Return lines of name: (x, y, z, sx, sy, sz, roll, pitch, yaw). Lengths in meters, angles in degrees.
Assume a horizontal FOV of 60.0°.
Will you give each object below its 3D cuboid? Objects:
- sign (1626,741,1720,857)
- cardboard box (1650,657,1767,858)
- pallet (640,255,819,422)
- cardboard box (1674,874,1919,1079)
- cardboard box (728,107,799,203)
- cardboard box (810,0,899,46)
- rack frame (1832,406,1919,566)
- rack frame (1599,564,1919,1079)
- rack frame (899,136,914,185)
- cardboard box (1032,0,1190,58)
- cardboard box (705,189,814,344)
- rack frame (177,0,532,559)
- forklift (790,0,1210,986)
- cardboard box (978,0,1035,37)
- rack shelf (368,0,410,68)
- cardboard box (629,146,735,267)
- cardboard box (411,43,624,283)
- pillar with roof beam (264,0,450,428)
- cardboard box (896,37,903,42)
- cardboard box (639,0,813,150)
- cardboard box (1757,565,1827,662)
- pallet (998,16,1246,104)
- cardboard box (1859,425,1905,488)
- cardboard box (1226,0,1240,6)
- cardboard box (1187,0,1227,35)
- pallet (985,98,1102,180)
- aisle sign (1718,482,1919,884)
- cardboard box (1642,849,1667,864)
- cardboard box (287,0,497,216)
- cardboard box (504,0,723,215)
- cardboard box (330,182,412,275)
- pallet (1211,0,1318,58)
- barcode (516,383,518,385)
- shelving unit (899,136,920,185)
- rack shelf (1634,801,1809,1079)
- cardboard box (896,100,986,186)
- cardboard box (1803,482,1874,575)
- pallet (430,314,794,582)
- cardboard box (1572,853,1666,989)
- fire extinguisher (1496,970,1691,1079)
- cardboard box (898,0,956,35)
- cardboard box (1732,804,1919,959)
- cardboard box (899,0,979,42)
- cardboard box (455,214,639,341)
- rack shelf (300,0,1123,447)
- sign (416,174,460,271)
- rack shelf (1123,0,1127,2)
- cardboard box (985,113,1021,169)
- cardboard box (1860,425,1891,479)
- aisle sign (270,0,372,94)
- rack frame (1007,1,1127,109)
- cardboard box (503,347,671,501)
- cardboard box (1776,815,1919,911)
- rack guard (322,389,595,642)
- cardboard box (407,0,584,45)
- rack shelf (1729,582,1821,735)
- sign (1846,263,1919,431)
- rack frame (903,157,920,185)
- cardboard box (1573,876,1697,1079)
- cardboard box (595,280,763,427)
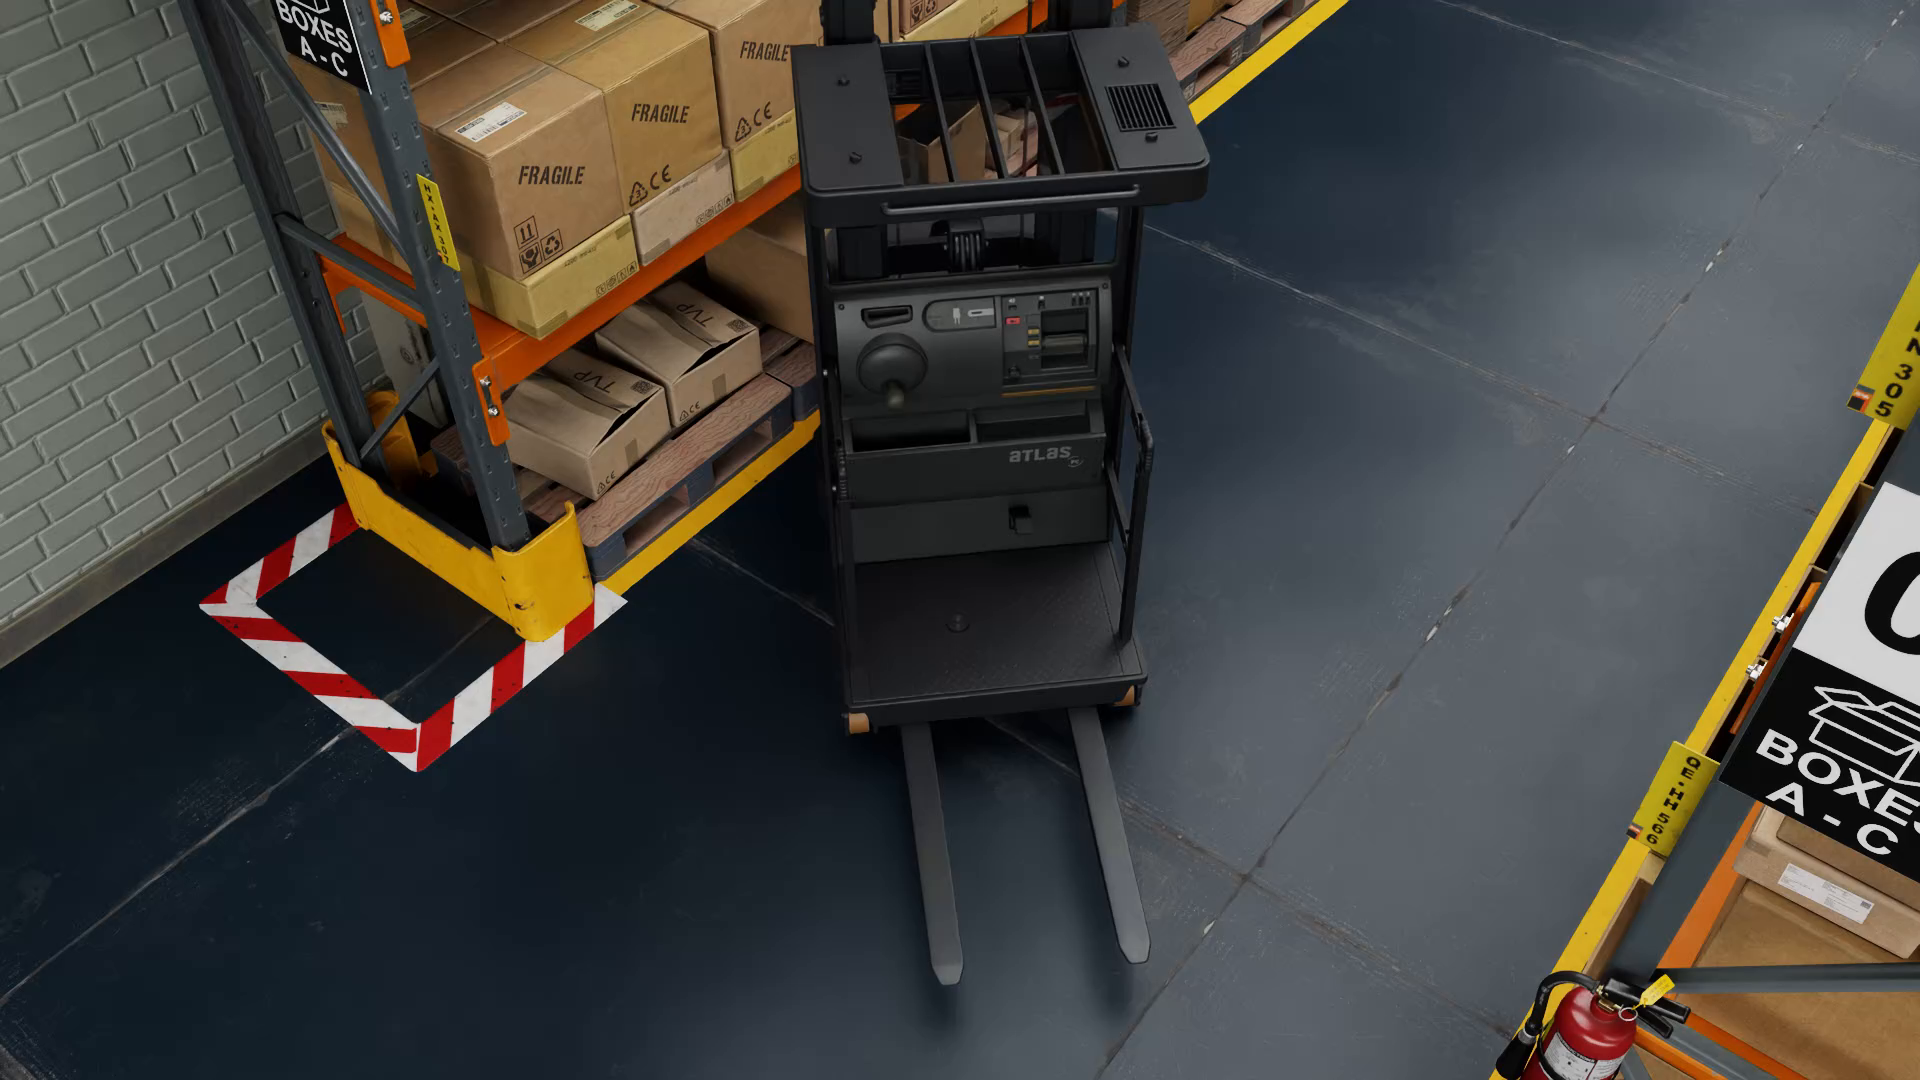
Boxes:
sign: (1.444, 0.530, 3.370, 0.100, 0.325, 0.005, 29, 53, 25)
cardboard box: (2.557, 0.788, 5.180, 0.500, 0.500, 0.500, 29, 53, 25)
pallet: (-0.740, -1.153, 7.870, 1.003, 0.211, 1.213, 29, 53, 25)
cardboard box: (2.161, 0.964, 3.851, 0.700, 0.500, 0.500, 29, 53, 25)
cardboard box: (-0.885, -1.615, 6.473, 0.500, 0.250, 0.500, 28, 53, 24)
cardboard box: (-0.590, -2.155, 6.470, 0.500, 0.500, 0.500, 31, 54, 26)
rack frame: (1.865, -0.813, 1.468, 1.000, 3.000, 0.127, 29, 53, 25)
rack frame: (1.865, 1.260, 3.637, 1.000, 3.000, 0.127, 29, 53, 25)
rack frame: (-0.304, -1.207, 7.240, 0.240, 1.200, 0.006, -5, 42, -5)
cardboard box: (0.825, -2.934, 9.068, 0.700, 0.500, 0.500, 31, 54, 26)
cardboard box: (-0.726, -1.297, 7.504, 0.700, 0.500, 0.500, 26, 52, 23)
rack frame: (-2.057, -0.928, 5.727, 1.000, 3.000, 0.127, 29, 53, 25)
forklift: (0.079, -0.565, 5.427, 1.130, 2.935, 3.031, -5, 47, -5)
cardboard box: (0.027, -2.486, 7.305, 0.500, 0.250, 0.500, 29, 53, 25)
rack shelf: (-0.834, -2.860, 5.996, 1.077, 0.370, 4.000, 29, 53, 25)
cardboard box: (-1.201, -1.326, 6.197, 0.500, 0.250, 0.500, 28, 52, 24)
cardboard box: (-1.527, -1.283, 5.637, 0.500, 0.500, 0.500, 29, 53, 25)
pillar with roof beam: (1.093, -1.880, 2.488, 9.100, 9.000, 0.400, 29, 53, 25)
cardboard box: (-0.574, -1.903, 6.748, 0.500, 0.250, 0.500, 30, 53, 25)
cardboard box: (-0.897, -1.854, 6.183, 0.500, 0.500, 0.500, 28, 52, 24)
cardboard box: (2.864, 0.503, 5.453, 0.500, 0.500, 0.500, 29, 53, 25)
pallet: (0.863, -2.700, 9.348, 1.003, 0.211, 1.213, 29, 53, 25)
cardboard box: (3.480, -0.067, 5.997, 0.500, 0.500, 0.500, 29, 53, 25)
cardboard box: (1.445, -3.526, 9.633, 0.700, 0.500, 0.500, 30, 53, 25)
cardboard box: (1.101, -3.252, 9.371, 0.700, 0.500, 0.500, 28, 52, 24)
pallet: (0.006, -1.854, 8.540, 1.003, 0.211, 1.213, 29, 53, 25)
aisle sign: (1.592, 0.269, 2.785, 0.394, 0.787, 0.004, 29, 53, 25)
cardboard box: (2.560, 1.048, 5.450, 0.500, 0.250, 0.500, 29, 53, 25)
cardboard box: (-1.937, -1.506, 5.850, 0.500, 0.500, 0.500, 29, 53, 25)
cardboard box: (-1.217, -1.561, 5.903, 0.500, 0.500, 0.500, 29, 53, 25)
cardboard box: (-1.925, -1.237, 6.111, 0.500, 0.250, 0.500, 30, 53, 25)
pallet: (1.609, -3.401, 10.018, 1.003, 0.211, 1.213, 29, 53, 25)
barcode: (-1.868, -0.698, 7.056, 0.001, 0.075, 0.075, 29, 53, 25)
shelving unit: (-0.292, -1.147, 7.172, 0.258, 1.200, 0.189, -5, 42, -5)
rack shelf: (3.088, 0.364, 4.990, 1.077, 0.370, 4.000, 29, 53, 25)
cardboard box: (-0.215, -1.894, 8.074, 0.500, 0.500, 0.500, 25, 51, 22)
cardboard box: (3.168, 0.216, 5.727, 0.500, 0.500, 0.500, 29, 53, 25)
pallet: (-1.486, -0.458, 7.206, 1.003, 0.211, 1.213, 29, 53, 25)
cardboard box: (2.255, 1.335, 5.176, 0.500, 0.250, 0.500, 29, 53, 25)
fire extinguisher: (1.425, 1.149, 3.797, 0.296, 0.674, 0.183, 29, 53, 25)
cardboard box: (-0.273, -2.453, 6.754, 0.500, 0.500, 0.500, 28, 52, 24)
cardboard box: (1.948, 0.698, 3.656, 0.380, 0.149, 0.250, 28, 53, 24)
cardboard box: (-0.268, -2.191, 7.023, 0.500, 0.250, 0.500, 29, 53, 25)
cardboard box: (-1.508, -1.022, 5.907, 0.500, 0.250, 0.500, 28, 52, 24)
rack shelf: (-0.834, -1.824, 7.080, 1.077, 0.370, 4.000, 29, 53, 25)
sign: (-1.628, -0.988, 5.185, 0.100, 0.325, 0.005, 29, 53, 25)
rack shelf: (1.611, -4.113, 9.267, 1.077, 0.370, 4.000, 29, 53, 25)
cardboard box: (0.085, -2.071, 8.474, 0.380, 0.166, 0.250, 23, 50, 20)
cardboard box: (3.779, -0.357, 6.274, 0.500, 0.500, 0.500, 29, 53, 25)
aisle sign: (-1.864, -1.653, 4.621, 0.394, 0.787, 0.004, 29, 53, 25)
rack frame: (0.388, -3.217, 7.914, 1.000, 3.000, 0.127, 29, 53, 25)
cardboard box: (-1.563, -0.508, 6.880, 0.500, 0.311, 0.500, 24, 51, 21)
cardboard box: (2.193, 0.485, 3.411, 0.700, 0.500, 0.500, 29, 53, 25)
rack guard: (-2.011, -0.108, 6.673, 1.175, 0.500, 0.348, 29, 53, 25)
cardboard box: (-1.622, -1.790, 6.121, 0.500, 0.500, 0.500, 30, 53, 25)
rack shelf: (3.088, -0.673, 3.906, 1.077, 0.370, 4.000, 29, 53, 25)
sign: (1.444, -0.303, 2.498, 0.100, 0.325, 0.005, 29, 53, 25)
rack frame: (-0.280, -1.086, 7.104, 0.240, 1.200, 0.006, -5, 42, -5)
cardboard box: (1.957, 1.367, 4.627, 0.500, 0.500, 0.500, 29, 53, 25)
cardboard box: (-1.214, -0.834, 7.192, 0.500, 0.311, 0.500, 34, 55, 28)
